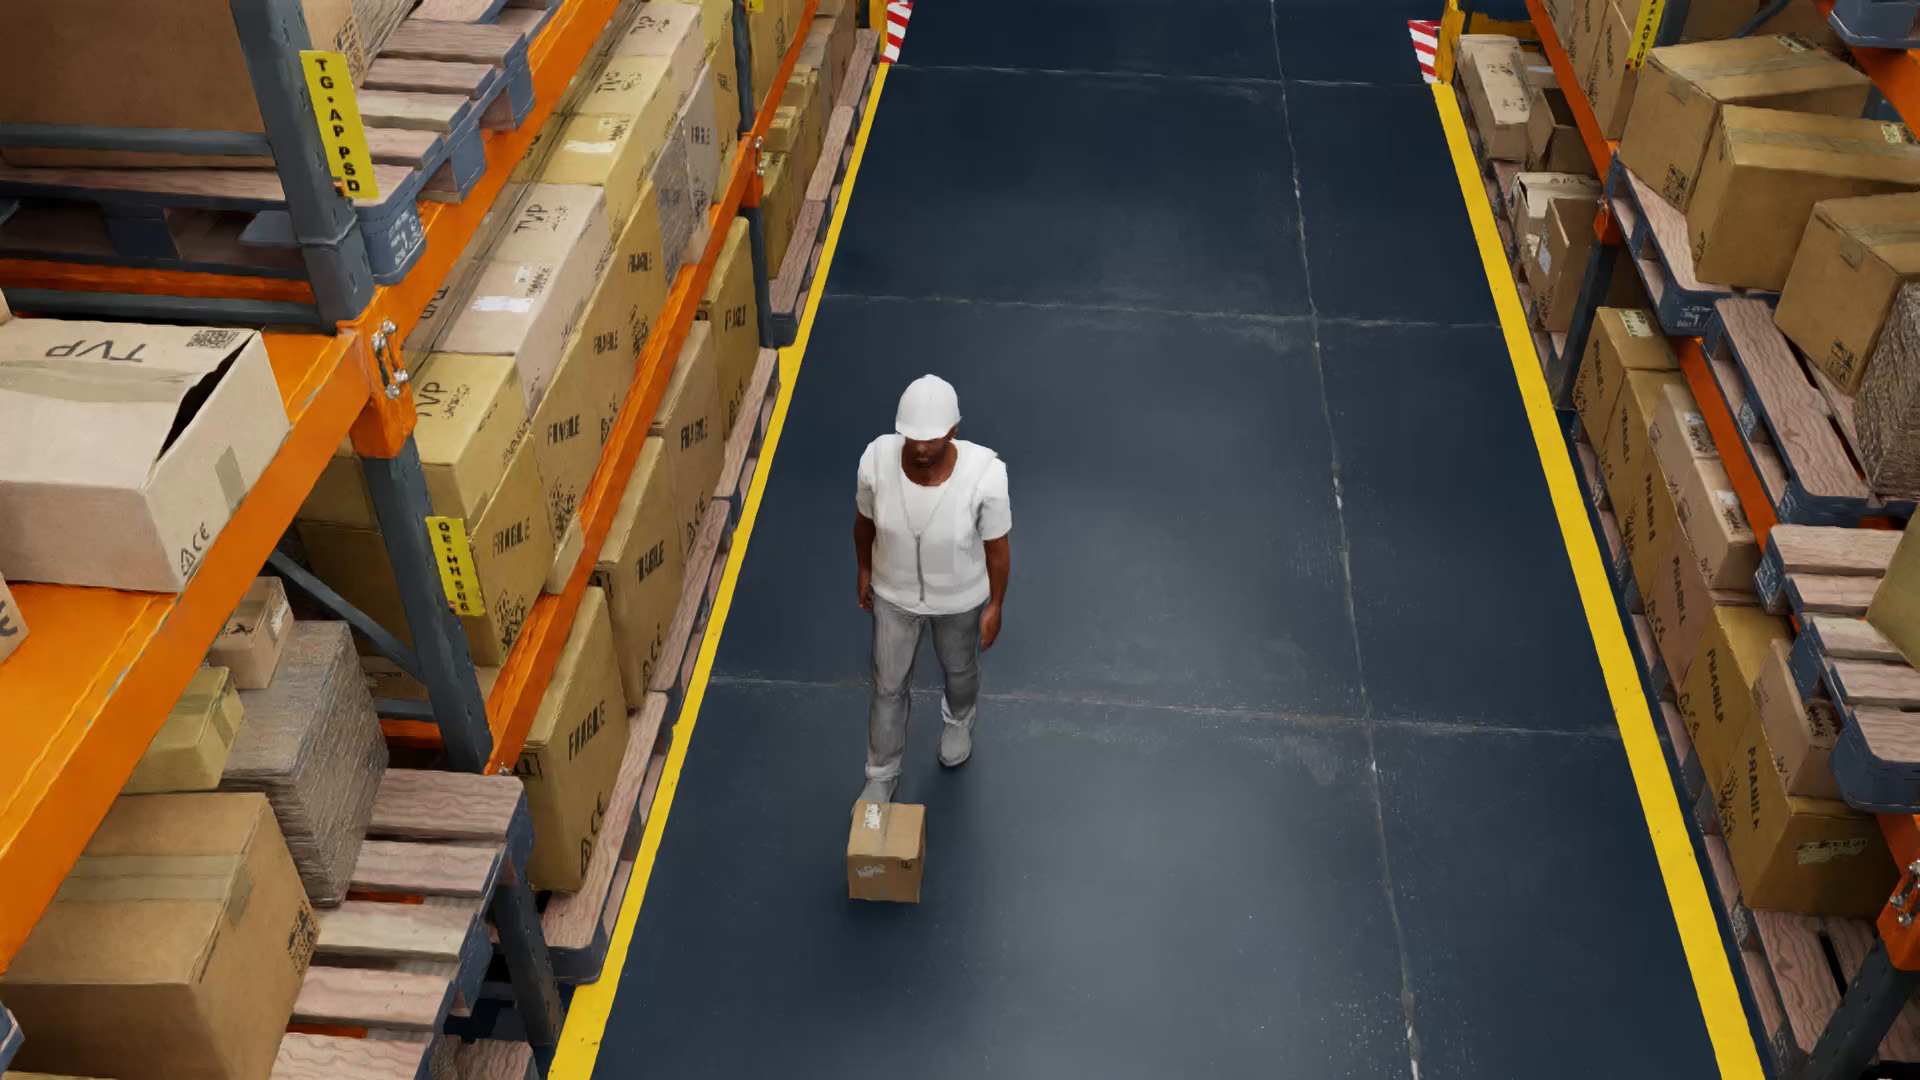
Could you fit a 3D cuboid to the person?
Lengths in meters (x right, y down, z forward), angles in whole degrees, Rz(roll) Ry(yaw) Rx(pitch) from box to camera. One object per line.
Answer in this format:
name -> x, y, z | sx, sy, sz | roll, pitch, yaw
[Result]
person -> -0.122, 0.227, 5.851 | 0.571, 1.755, 0.707 | 6, 40, 7
